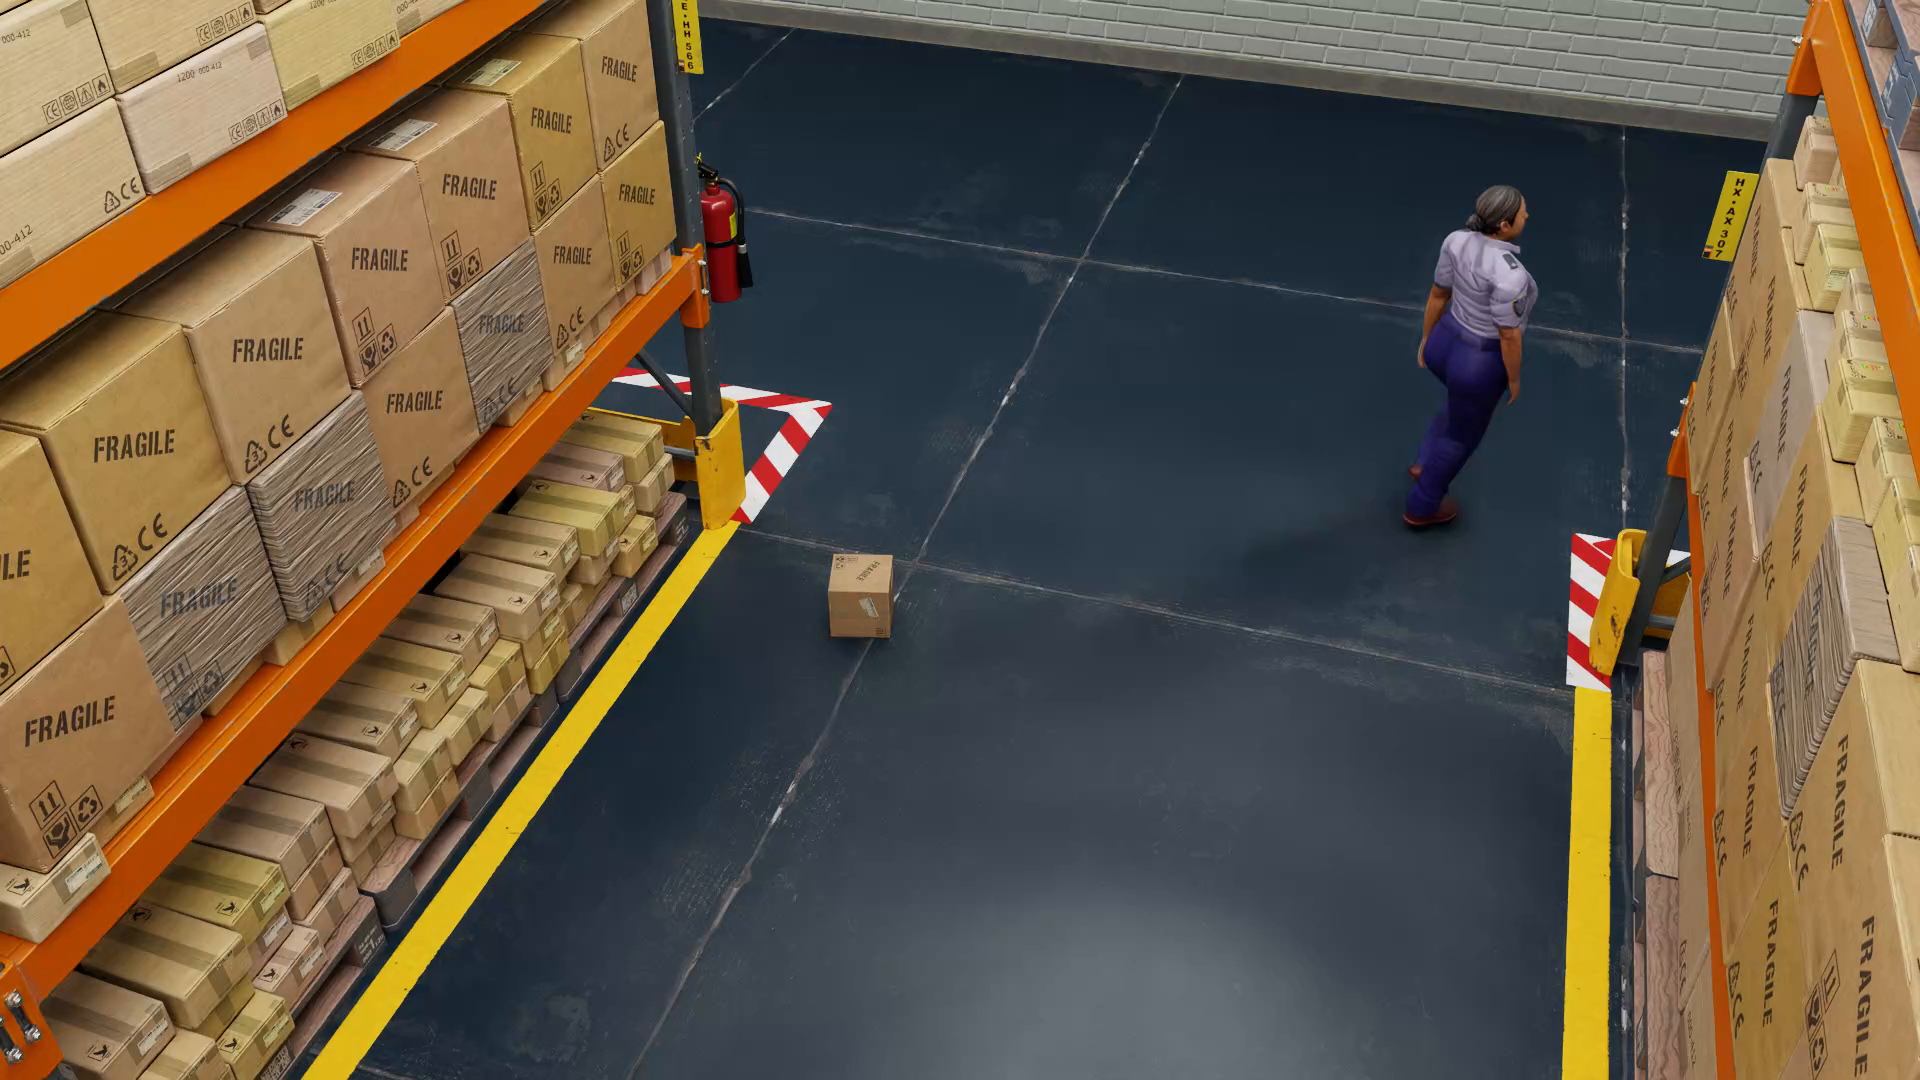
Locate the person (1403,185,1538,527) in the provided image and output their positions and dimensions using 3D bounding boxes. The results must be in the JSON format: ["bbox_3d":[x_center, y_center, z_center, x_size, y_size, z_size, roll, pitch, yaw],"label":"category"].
[{"bbox_3d":[2.231,-0.763,7.163,0.484,1.685,0.518,-14,39,-18],"label":"person"}]
